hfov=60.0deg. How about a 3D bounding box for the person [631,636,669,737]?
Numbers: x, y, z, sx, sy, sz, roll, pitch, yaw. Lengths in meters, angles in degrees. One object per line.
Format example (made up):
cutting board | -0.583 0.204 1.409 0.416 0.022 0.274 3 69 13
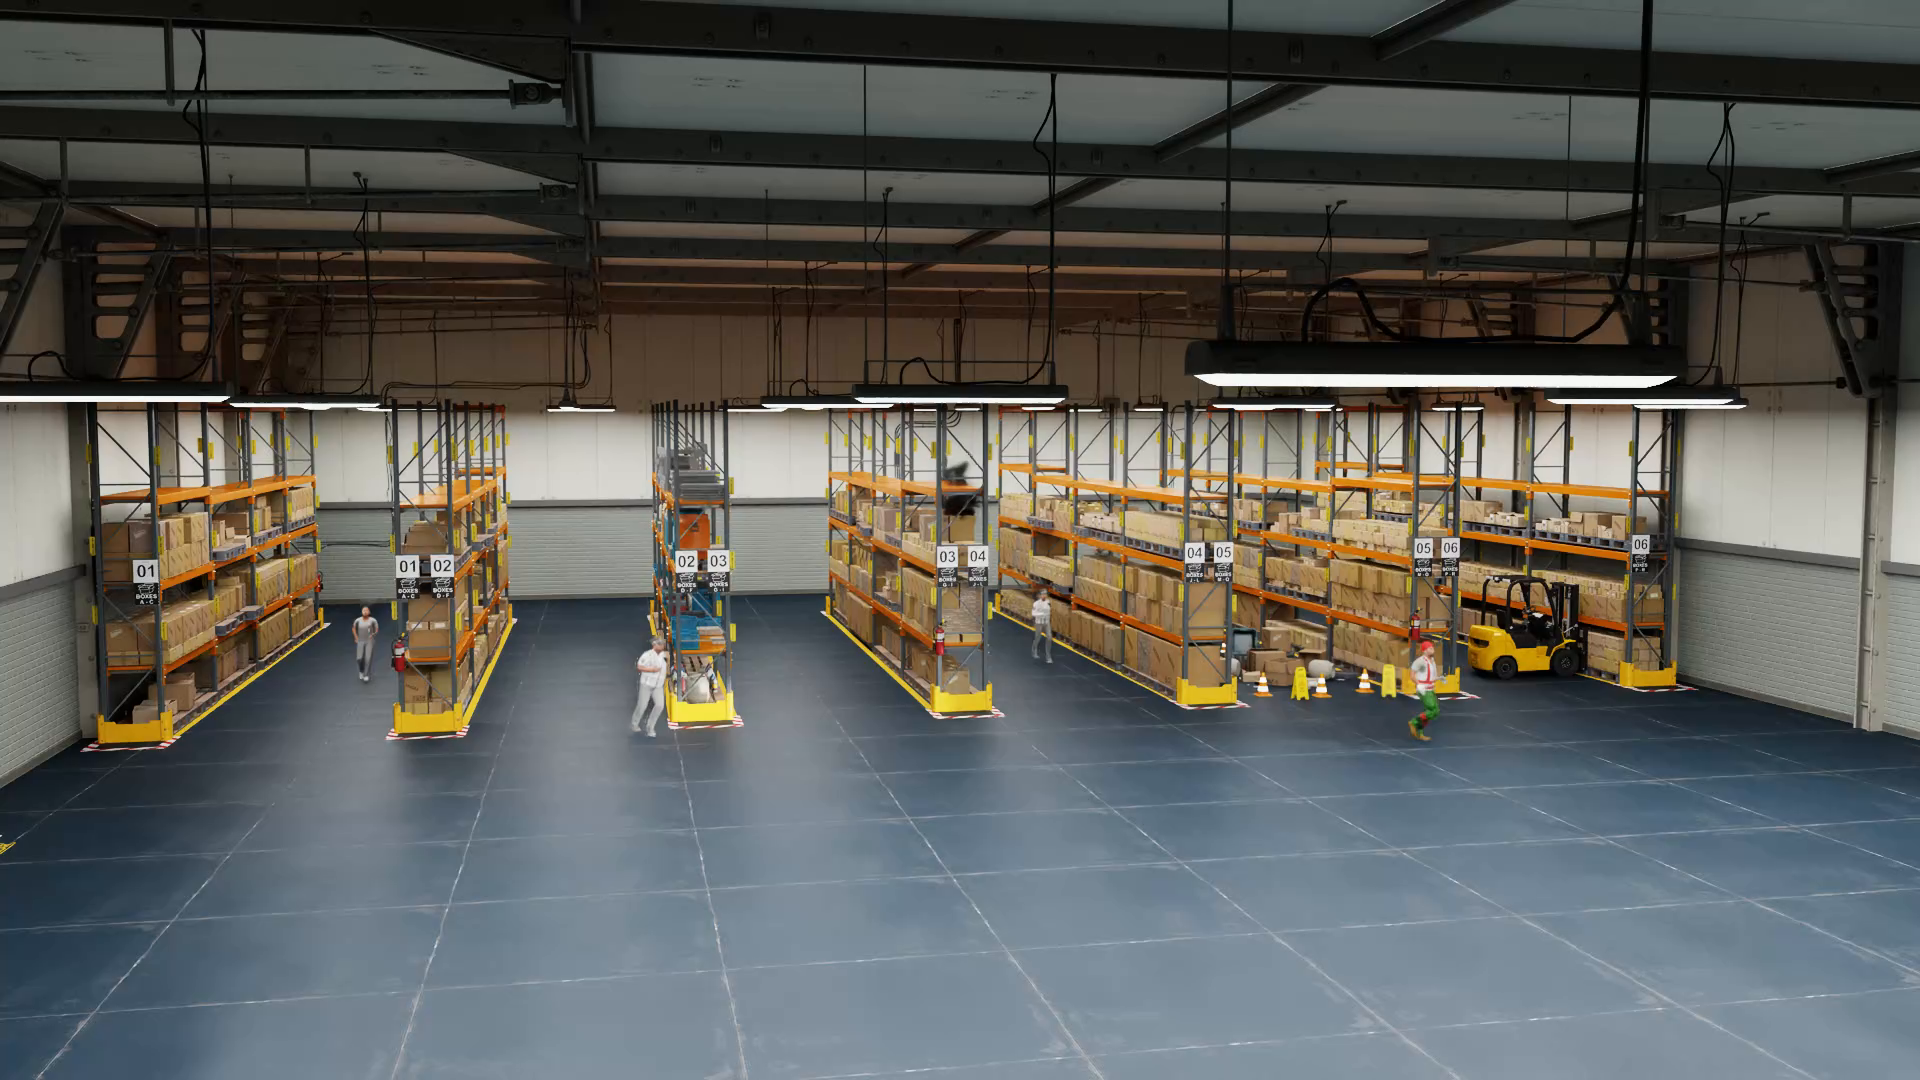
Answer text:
person | -5.494 2.618 29.830 0.674 1.810 0.739 -3 5 -37

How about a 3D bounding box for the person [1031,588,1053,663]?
person | 1.904 1.975 38.562 0.557 1.737 0.816 -2 5 -20

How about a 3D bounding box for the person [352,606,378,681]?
person | -12.725 2.216 35.582 0.538 1.628 0.576 -1 4 -15

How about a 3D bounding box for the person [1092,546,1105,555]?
person | 4.214 1.029 50.598 0.955 1.802 0.730 0 4 -6

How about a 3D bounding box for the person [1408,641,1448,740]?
person | 8.231 2.647 29.214 0.607 1.749 0.637 3 5 35
